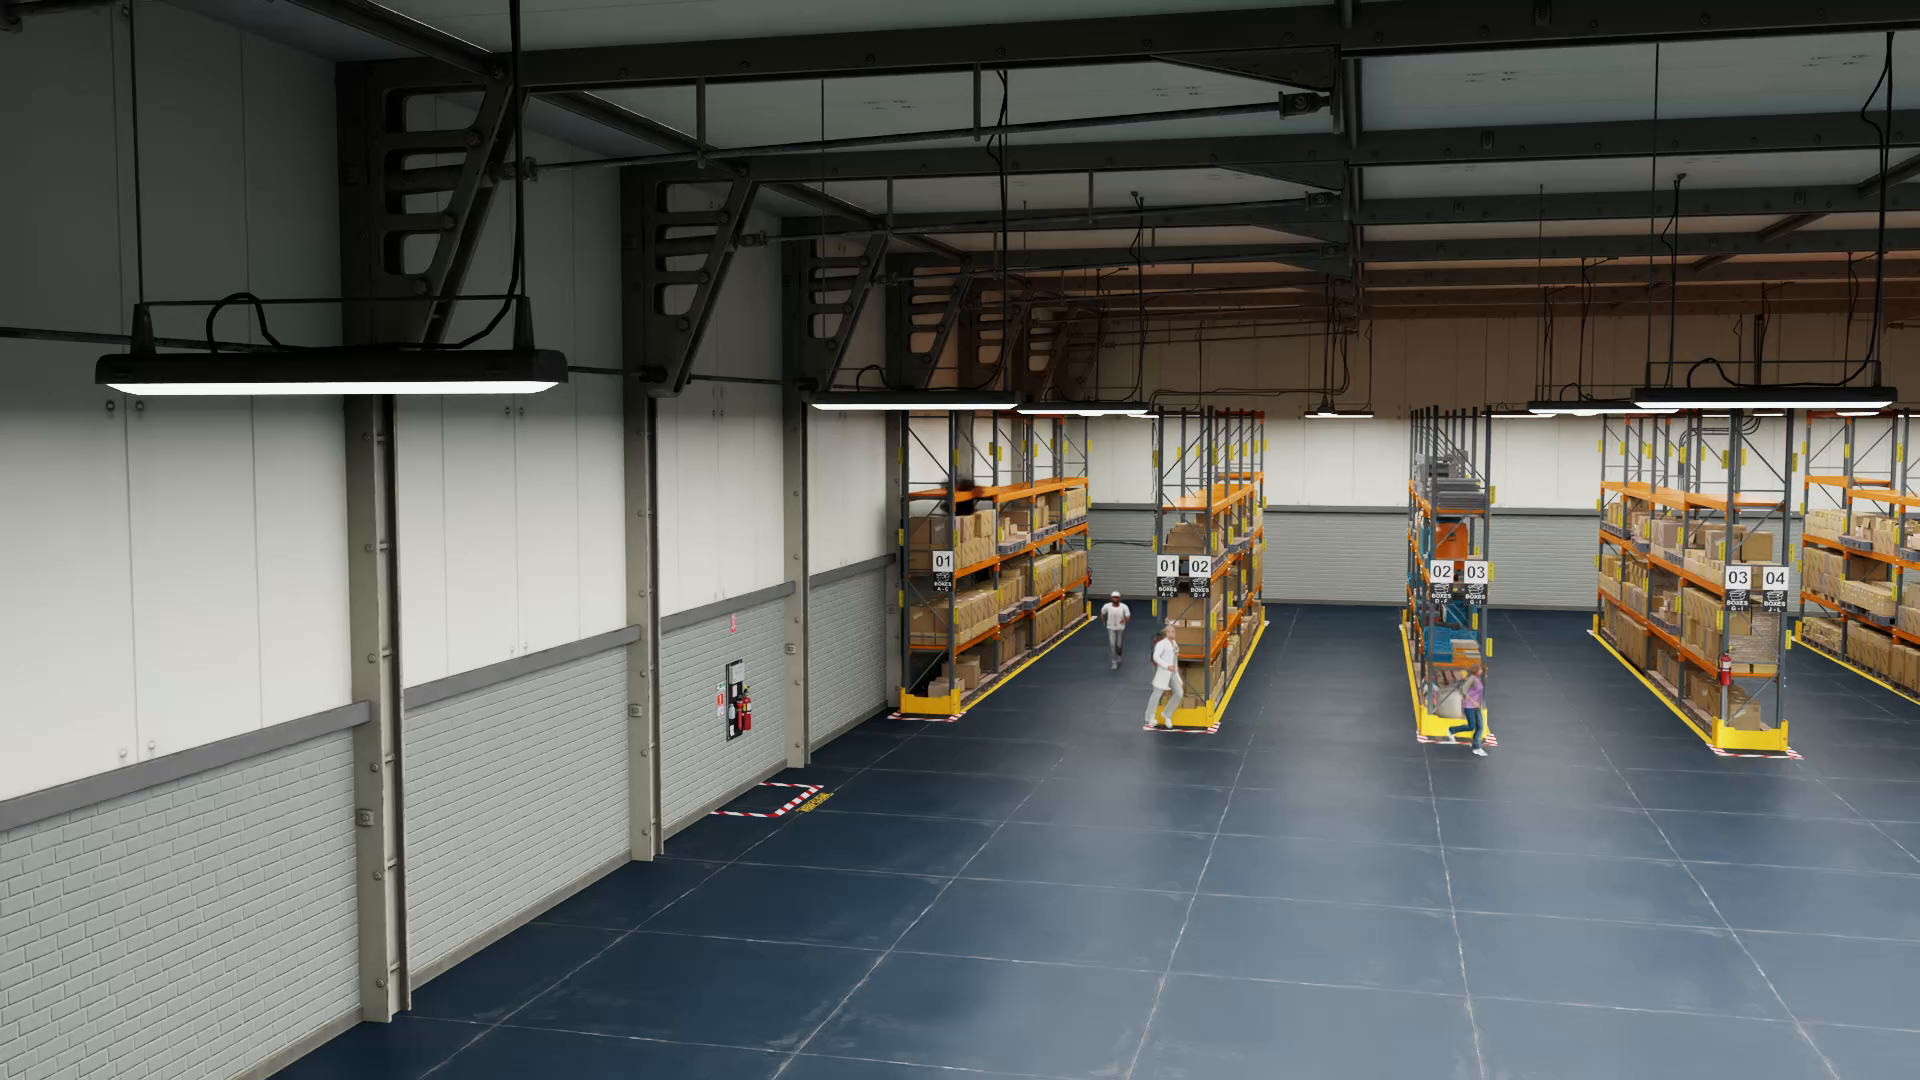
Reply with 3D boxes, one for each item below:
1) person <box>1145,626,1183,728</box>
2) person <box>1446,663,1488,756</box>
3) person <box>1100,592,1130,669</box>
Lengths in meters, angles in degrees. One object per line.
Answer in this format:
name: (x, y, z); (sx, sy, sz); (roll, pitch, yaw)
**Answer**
person: (3.729, 2.452, 29.909); (0.772, 1.811, 0.678); (-4, 6, -44)
person: (8.775, 2.896, 28.661); (0.753, 1.583, 0.566); (3, 5, 38)
person: (3.608, 2.072, 38.627); (0.701, 1.768, 0.826); (0, 4, 6)
